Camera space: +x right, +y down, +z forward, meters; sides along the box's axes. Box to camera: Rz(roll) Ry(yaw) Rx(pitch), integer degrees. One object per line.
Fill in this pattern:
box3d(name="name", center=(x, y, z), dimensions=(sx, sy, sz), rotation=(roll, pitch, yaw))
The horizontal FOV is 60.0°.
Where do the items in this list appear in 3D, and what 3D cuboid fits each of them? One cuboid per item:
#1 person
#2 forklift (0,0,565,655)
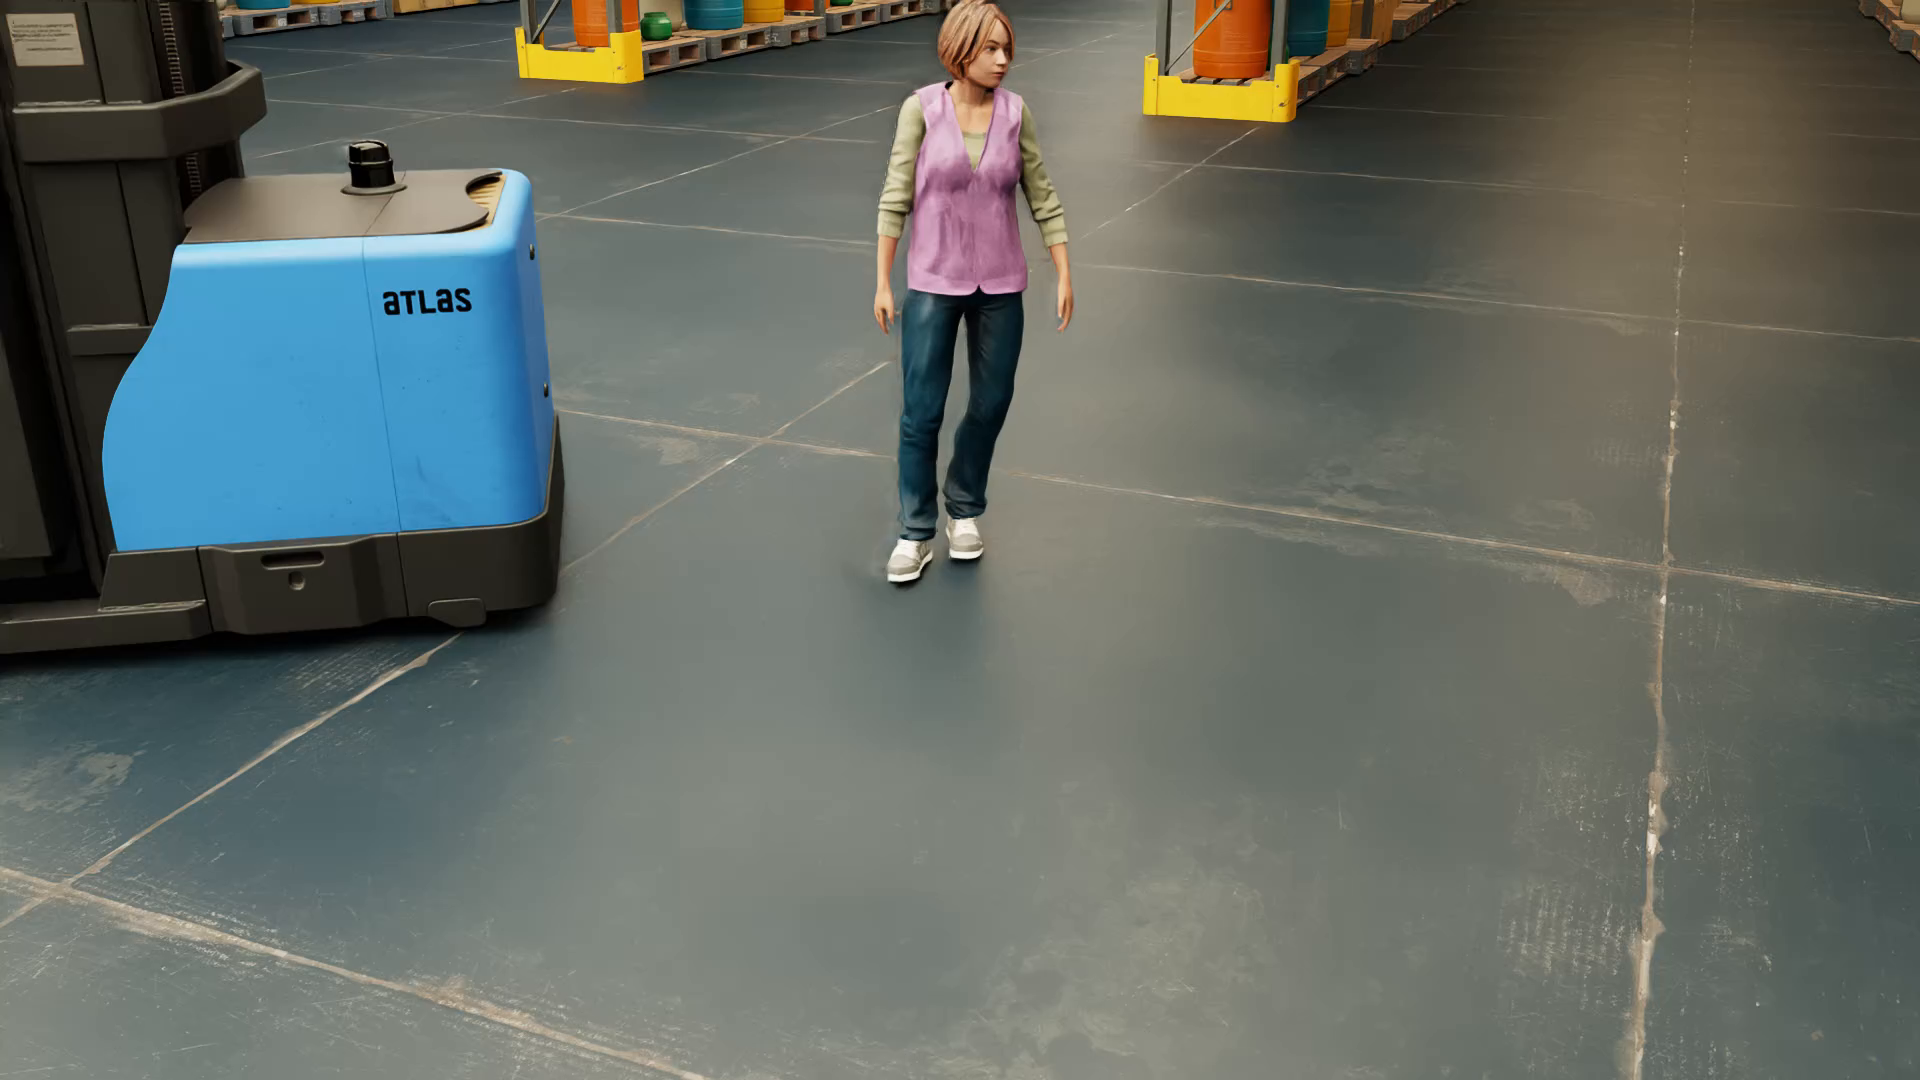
box3d(name="person", center=(0.024, -0.690, 4.690), dimensions=(0.573, 1.587, 0.405), rotation=(-6, 23, -15))
box3d(name="forklift", center=(-2.677, -1.196, 4.154), dimensions=(3.031, 2.935, 1.130), rotation=(-4, 23, -10))
